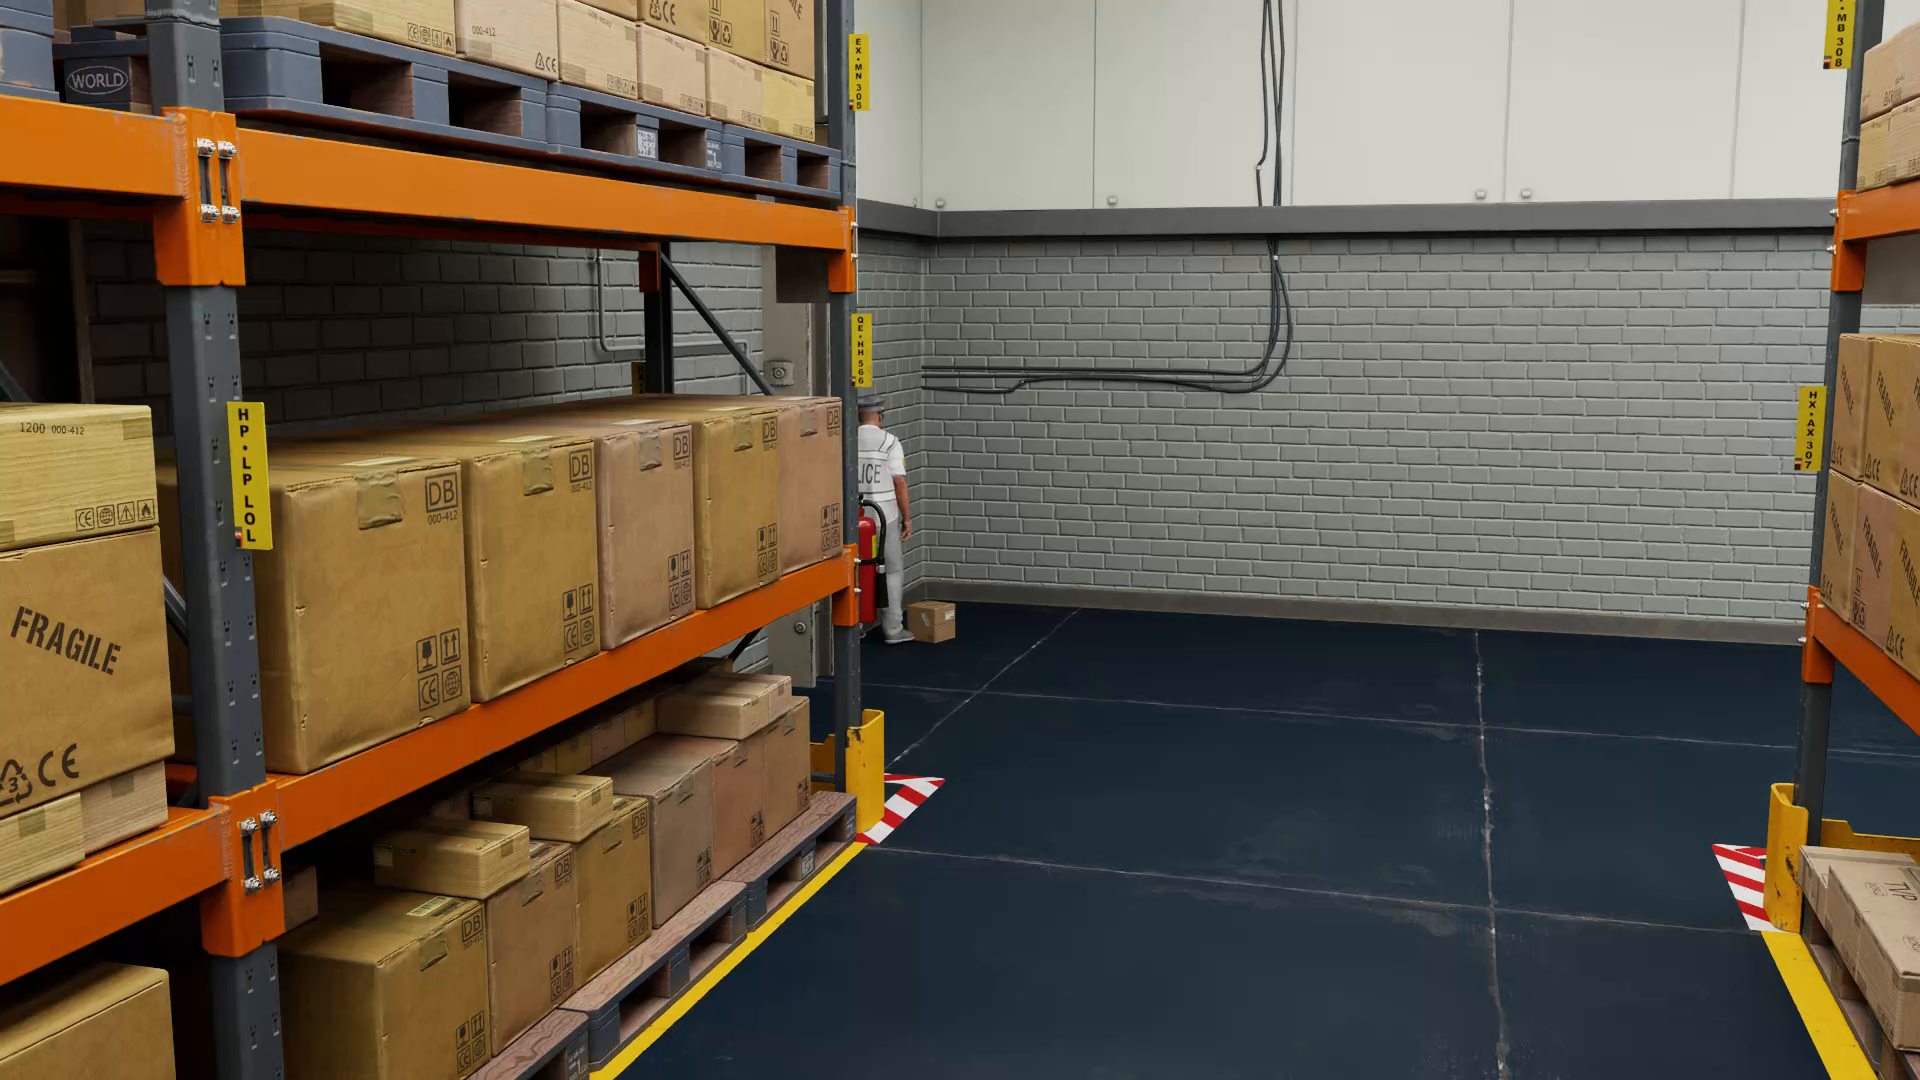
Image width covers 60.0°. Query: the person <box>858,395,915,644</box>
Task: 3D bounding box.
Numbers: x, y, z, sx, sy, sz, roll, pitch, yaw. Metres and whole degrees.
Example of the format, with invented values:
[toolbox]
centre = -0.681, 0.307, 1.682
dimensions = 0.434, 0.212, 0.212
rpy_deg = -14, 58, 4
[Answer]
[person]
centre = -0.636, -0.140, 11.764
dimensions = 0.586, 1.748, 0.440
rpy_deg = 2, 9, 17
